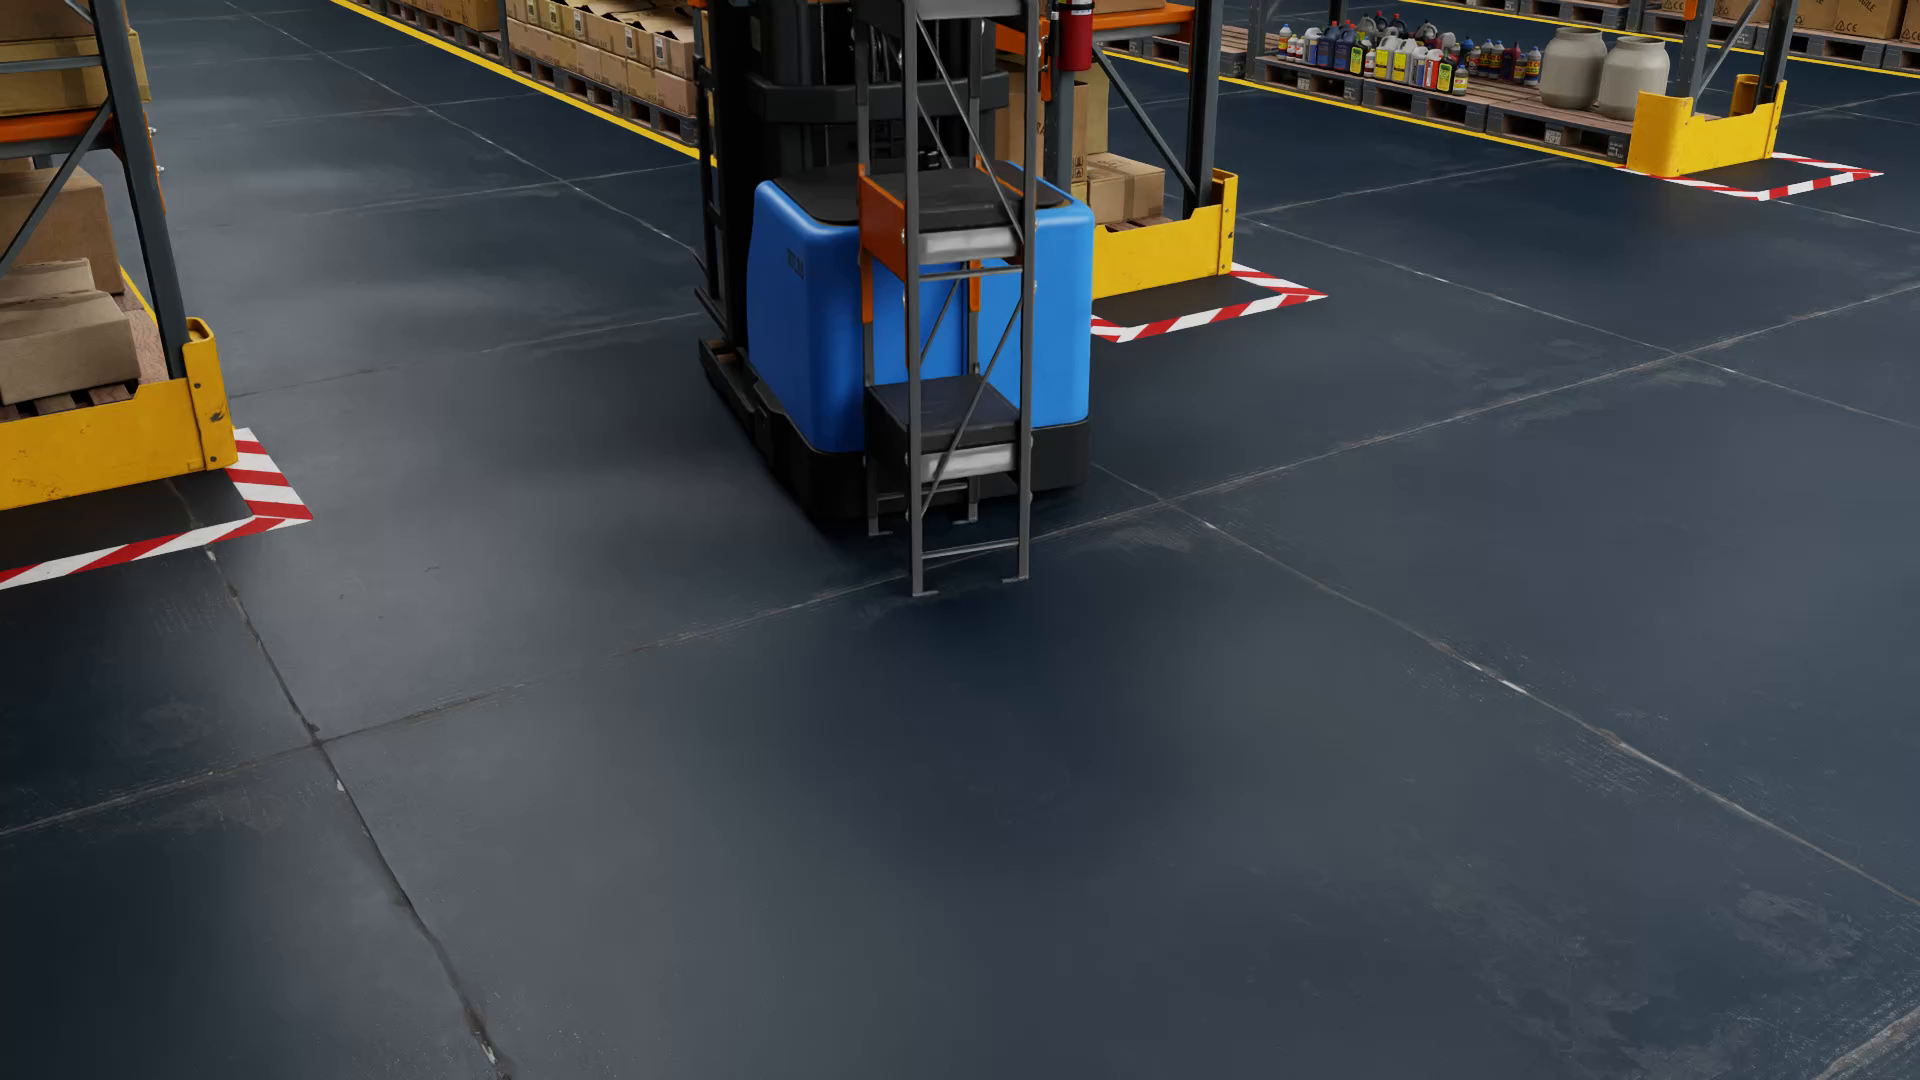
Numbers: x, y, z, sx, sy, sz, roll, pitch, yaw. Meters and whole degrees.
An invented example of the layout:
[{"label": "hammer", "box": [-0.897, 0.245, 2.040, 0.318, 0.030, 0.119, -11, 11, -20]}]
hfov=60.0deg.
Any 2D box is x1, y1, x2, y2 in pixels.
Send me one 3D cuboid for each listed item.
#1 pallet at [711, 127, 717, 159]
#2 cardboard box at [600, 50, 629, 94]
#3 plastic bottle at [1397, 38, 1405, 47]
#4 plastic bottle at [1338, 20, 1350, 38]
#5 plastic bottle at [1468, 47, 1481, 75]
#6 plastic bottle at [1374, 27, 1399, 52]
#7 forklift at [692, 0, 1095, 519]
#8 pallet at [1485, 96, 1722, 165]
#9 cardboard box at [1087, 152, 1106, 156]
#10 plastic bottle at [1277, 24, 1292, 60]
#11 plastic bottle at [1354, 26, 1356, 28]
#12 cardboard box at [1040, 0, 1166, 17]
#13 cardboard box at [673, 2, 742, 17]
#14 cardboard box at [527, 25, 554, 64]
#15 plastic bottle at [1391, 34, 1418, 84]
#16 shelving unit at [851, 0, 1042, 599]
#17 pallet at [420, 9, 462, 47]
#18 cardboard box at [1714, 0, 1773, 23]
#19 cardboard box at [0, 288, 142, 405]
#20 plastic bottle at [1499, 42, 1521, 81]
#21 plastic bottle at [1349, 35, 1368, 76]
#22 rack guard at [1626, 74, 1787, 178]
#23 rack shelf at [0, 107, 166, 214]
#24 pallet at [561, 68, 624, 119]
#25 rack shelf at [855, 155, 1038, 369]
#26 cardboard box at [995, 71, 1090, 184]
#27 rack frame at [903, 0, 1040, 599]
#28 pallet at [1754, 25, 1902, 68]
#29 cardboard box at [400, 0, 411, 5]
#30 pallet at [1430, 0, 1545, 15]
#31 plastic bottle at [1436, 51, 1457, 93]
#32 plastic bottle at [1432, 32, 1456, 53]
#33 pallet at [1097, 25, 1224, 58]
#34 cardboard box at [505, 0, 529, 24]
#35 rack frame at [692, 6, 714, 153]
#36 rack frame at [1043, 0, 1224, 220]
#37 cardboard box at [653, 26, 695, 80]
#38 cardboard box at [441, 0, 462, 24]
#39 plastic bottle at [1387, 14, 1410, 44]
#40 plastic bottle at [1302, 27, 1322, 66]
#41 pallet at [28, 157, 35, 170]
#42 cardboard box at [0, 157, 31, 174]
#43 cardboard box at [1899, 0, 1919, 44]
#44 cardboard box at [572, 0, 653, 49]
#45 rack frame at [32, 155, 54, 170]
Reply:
[{"label": "pallet", "box": [-0.929, -2.578, 10.963, 1.003, 0.211, 1.213, -16, 29, -30]}, {"label": "cardboard box", "box": [-2.351, -3.524, 12.431, 0.500, 0.250, 0.500, -15, 29, -28]}, {"label": "plastic bottle", "box": [3.363, -3.692, 12.731, 0.152, 0.276, 0.135, -16, 29, -30]}, {"label": "plastic bottle", "box": [3.038, -3.935, 13.160, 0.144, 0.351, 0.185, -16, 29, -30]}, {"label": "plastic bottle", "box": [3.984, -3.704, 12.844, 0.097, 0.201, 0.097, 0, 25, 0]}, {"label": "plastic bottle", "box": [3.412, -3.978, 13.338, 0.152, 0.276, 0.135, -16, 29, -30]}, {"label": "forklift", "box": [-0.496, -2.004, 6.561, 1.130, 2.935, 3.031, -9, 27, -18]}, {"label": "pallet", "box": [4.488, -2.902, 11.650, 1.003, 0.211, 1.213, -16, 29, -30]}, {"label": "cardboard box", "box": [0.473, -2.070, 9.351, 0.500, 0.250, 0.500, -16, 29, -30]}, {"label": "plastic bottle", "box": [2.631, -4.035, 13.464, 0.097, 0.271, 0.097, 0, 25, 0]}, {"label": "plastic bottle", "box": [3.284, -4.162, 13.816, 0.097, 0.201, 0.097, 0, 25, 0]}, {"label": "cardboard box", "box": [0.612, -2.917, 8.299, 0.700, 0.500, 0.500, -16, 29, -30]}, {"label": "cardboard box", "box": [-1.897, -3.904, 12.578, 0.500, 0.311, 0.500, -17, 30, -31]}, {"label": "cardboard box", "box": [-3.196, -4.075, 13.597, 0.500, 0.250, 0.500, -16, 30, -31]}, {"label": "plastic bottle", "box": [3.354, -3.615, 12.482, 0.144, 0.351, 0.185, -14, 29, -27]}, {"label": "shelving unit", "box": [-0.048, -0.889, 5.174, 0.431, 2.100, 0.503, -9, 27, -18]}, {"label": "pallet", "box": [-4.549, -5.014, 16.125, 1.003, 0.211, 1.213, -16, 29, -30]}, {"label": "cardboard box", "box": [7.478, -5.144, 15.569, 0.500, 0.500, 0.500, -6, 26, -13]}, {"label": "cardboard box", "box": [-3.595, -0.798, 6.561, 0.500, 0.311, 0.500, -19, 32, -35]}, {"label": "plastic bottle", "box": [4.171, -3.632, 12.597, 0.061, 0.283, 0.133, -15, 29, -29]}, {"label": "plastic bottle", "box": [3.076, -3.735, 12.814, 0.061, 0.283, 0.133, -14, 29, -27]}, {"label": "rack guard", "box": [4.927, -2.741, 10.971, 1.175, 0.500, 0.348, -16, 29, -30]}, {"label": "rack shelf", "box": [-4.384, -1.936, 7.181, 1.077, 0.370, 4.000, -16, 29, -30]}, {"label": "pallet", "box": [-2.433, -3.563, 13.050, 1.003, 0.211, 1.213, -16, 29, -30]}, {"label": "rack shelf", "box": [-0.048, -0.877, 5.180, 0.431, 0.518, 0.480, -9, 27, -18]}, {"label": "cardboard box", "box": [0.314, -2.110, 8.557, 0.500, 0.500, 0.500, -16, 29, -30]}, {"label": "rack frame", "box": [0.033, -0.791, 4.966, 0.400, 2.100, 0.015, -9, 27, -18]}, {"label": "pallet", "box": [8.041, -4.510, 15.057, 1.003, 0.211, 1.213, -16, 29, -30]}, {"label": "cardboard box", "box": [-5.335, -5.645, 16.606, 0.500, 0.500, 0.500, -15, 29, -29]}, {"label": "pallet", "box": [5.878, -5.894, 17.988, 1.003, 0.211, 1.213, -16, 29, -30]}, {"label": "plastic bottle", "box": [3.559, -3.418, 12.143, 0.061, 0.283, 0.133, -15, 29, -28]}, {"label": "plastic bottle", "box": [3.784, -3.847, 13.060, 0.152, 0.276, 0.135, -15, 29, -29]}, {"label": "pallet", "box": [1.693, -4.733, 15.530, 1.003, 0.211, 1.213, -16, 29, -30]}, {"label": "cardboard box", "box": [-3.472, -4.508, 13.857, 0.500, 0.311, 0.500, -14, 29, -28]}, {"label": "rack frame", "box": [-1.328, -4.133, 10.991, 1.000, 3.000, 0.127, -16, 29, -30]}, {"label": "rack frame", "box": [0.856, -2.702, 7.960, 1.000, 3.000, 0.127, -16, 29, -30]}, {"label": "cardboard box", "box": [-1.789, -3.411, 11.534, 0.500, 0.311, 0.500, -16, 29, -30]}, {"label": "cardboard box", "box": [-4.501, -5.097, 15.446, 0.500, 0.500, 0.500, -17, 30, -31]}, {"label": "plastic bottle", "box": [3.522, -4.055, 13.414, 0.144, 0.351, 0.185, -17, 30, -32]}, {"label": "plastic bottle", "box": [2.830, -3.928, 13.231, 0.152, 0.276, 0.135, -14, 29, -28]}, {"label": "pallet", "box": [-5.903, -1.994, 9.727, 1.003, 0.211, 1.213, -16, 29, -30]}, {"label": "cardboard box", "box": [-4.876, -1.684, 8.216, 0.500, 0.500, 0.500, -18, 31, -33]}, {"label": "cardboard box", "box": [8.476, -4.502, 14.209, 0.500, 0.500, 0.500, -8, 26, -16]}, {"label": "cardboard box", "box": [-2.620, -3.955, 12.687, 0.500, 0.311, 0.500, -16, 30, -30]}, {"label": "rack frame", "box": [-5.476, -2.977, 8.543, 1.000, 3.000, 0.127, -16, 29, -30]}]
